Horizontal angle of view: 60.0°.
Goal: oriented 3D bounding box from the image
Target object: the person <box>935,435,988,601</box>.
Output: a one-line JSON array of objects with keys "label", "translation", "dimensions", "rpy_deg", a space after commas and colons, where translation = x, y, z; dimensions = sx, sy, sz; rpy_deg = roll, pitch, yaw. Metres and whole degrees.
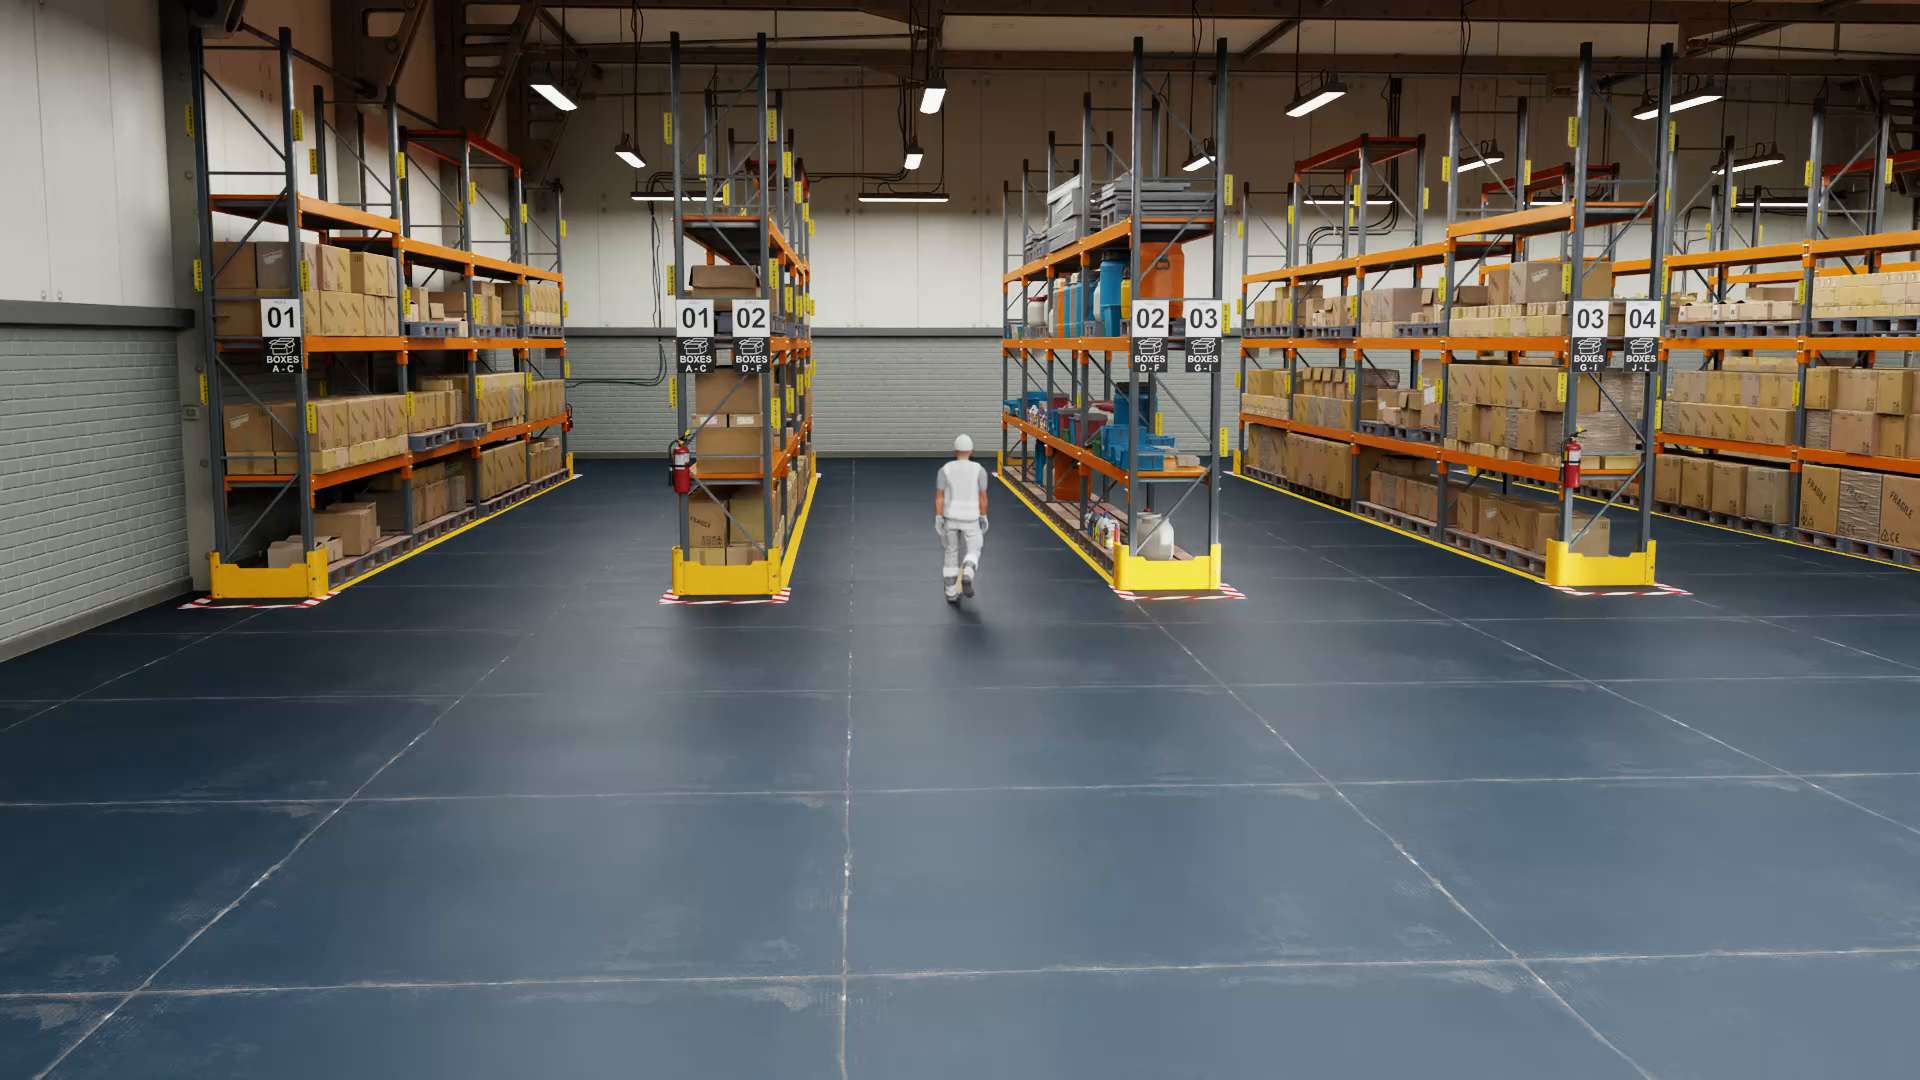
[{"label": "person", "translation": [0.015, -0.225, 17.466], "dimensions": [0.554, 1.772, 0.692], "rpy_deg": [1, 7, 5]}]
